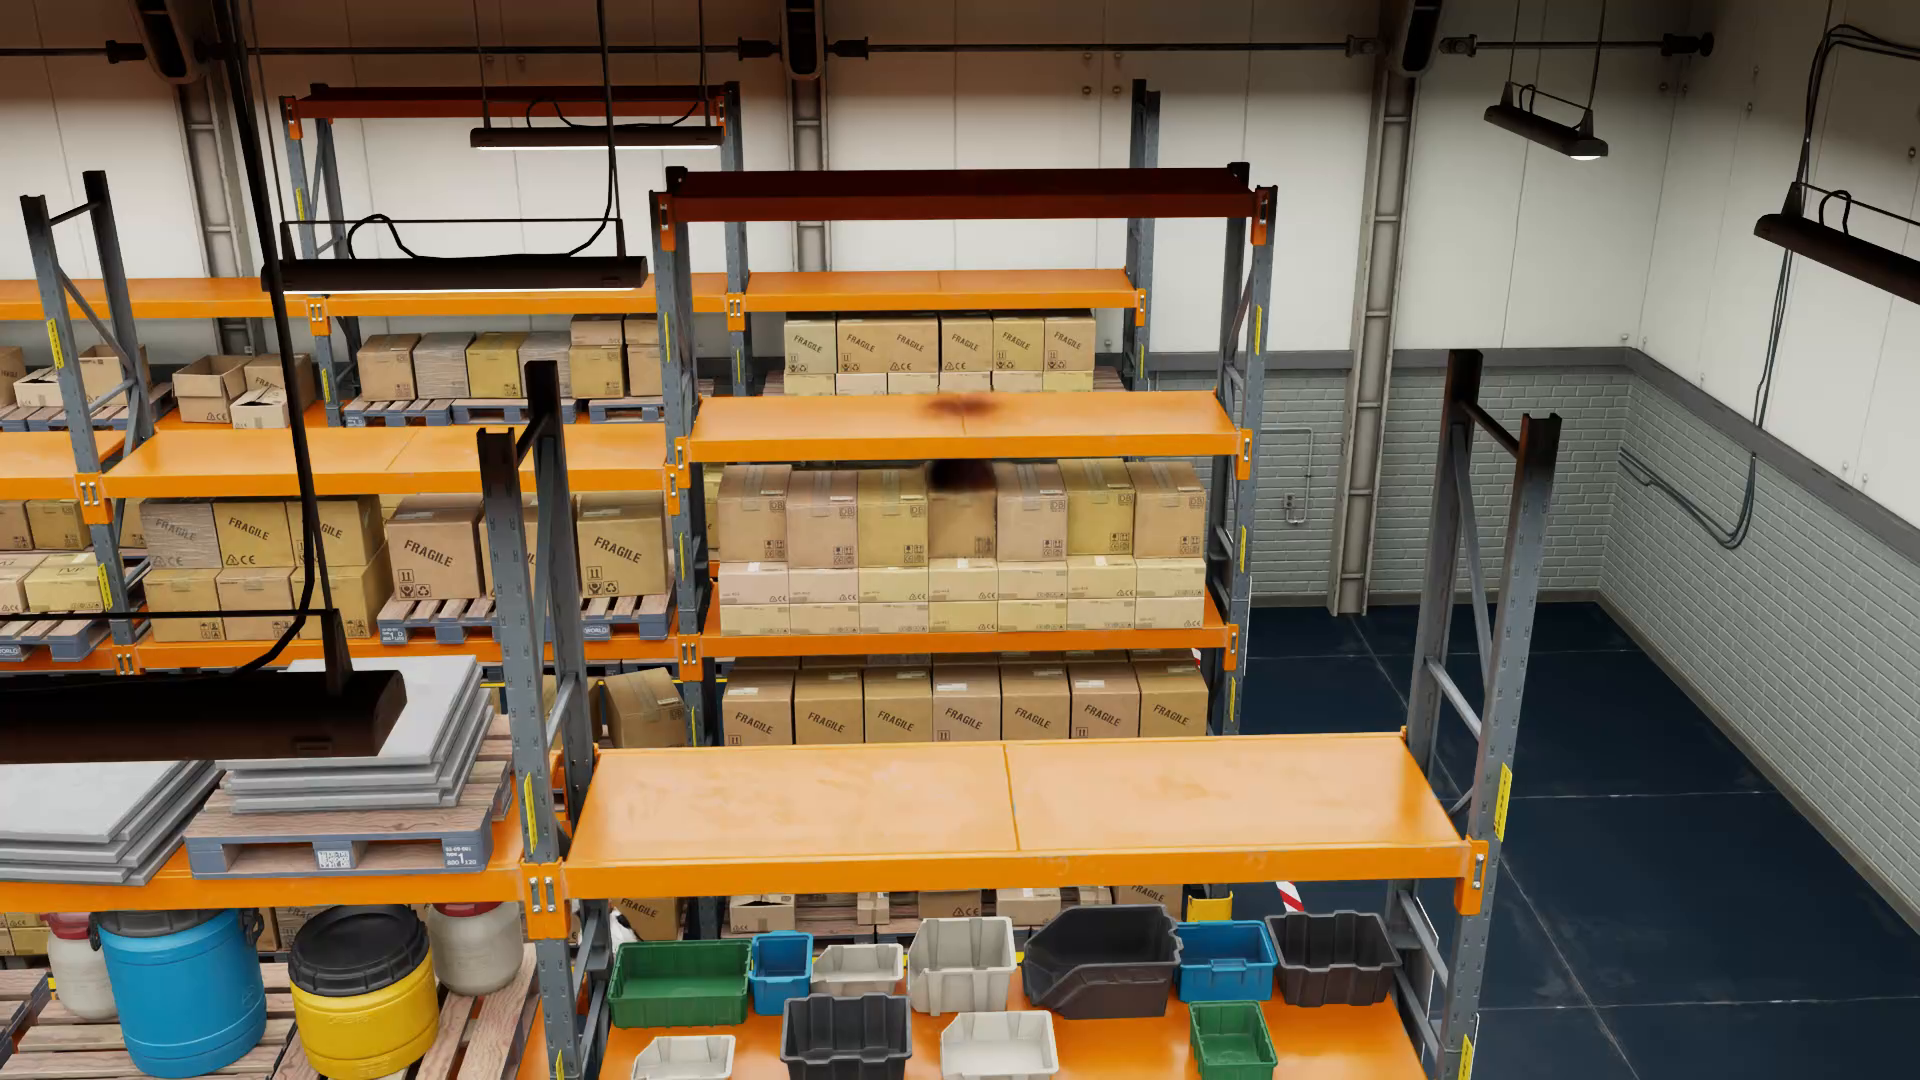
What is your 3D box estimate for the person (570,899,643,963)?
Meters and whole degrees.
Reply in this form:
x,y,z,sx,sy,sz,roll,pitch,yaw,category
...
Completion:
x,y,z,sx,sy,sz,roll,pitch,yaw,category
-2.344,3.065,11.348,0.475,1.700,0.452,20,30,40,person
